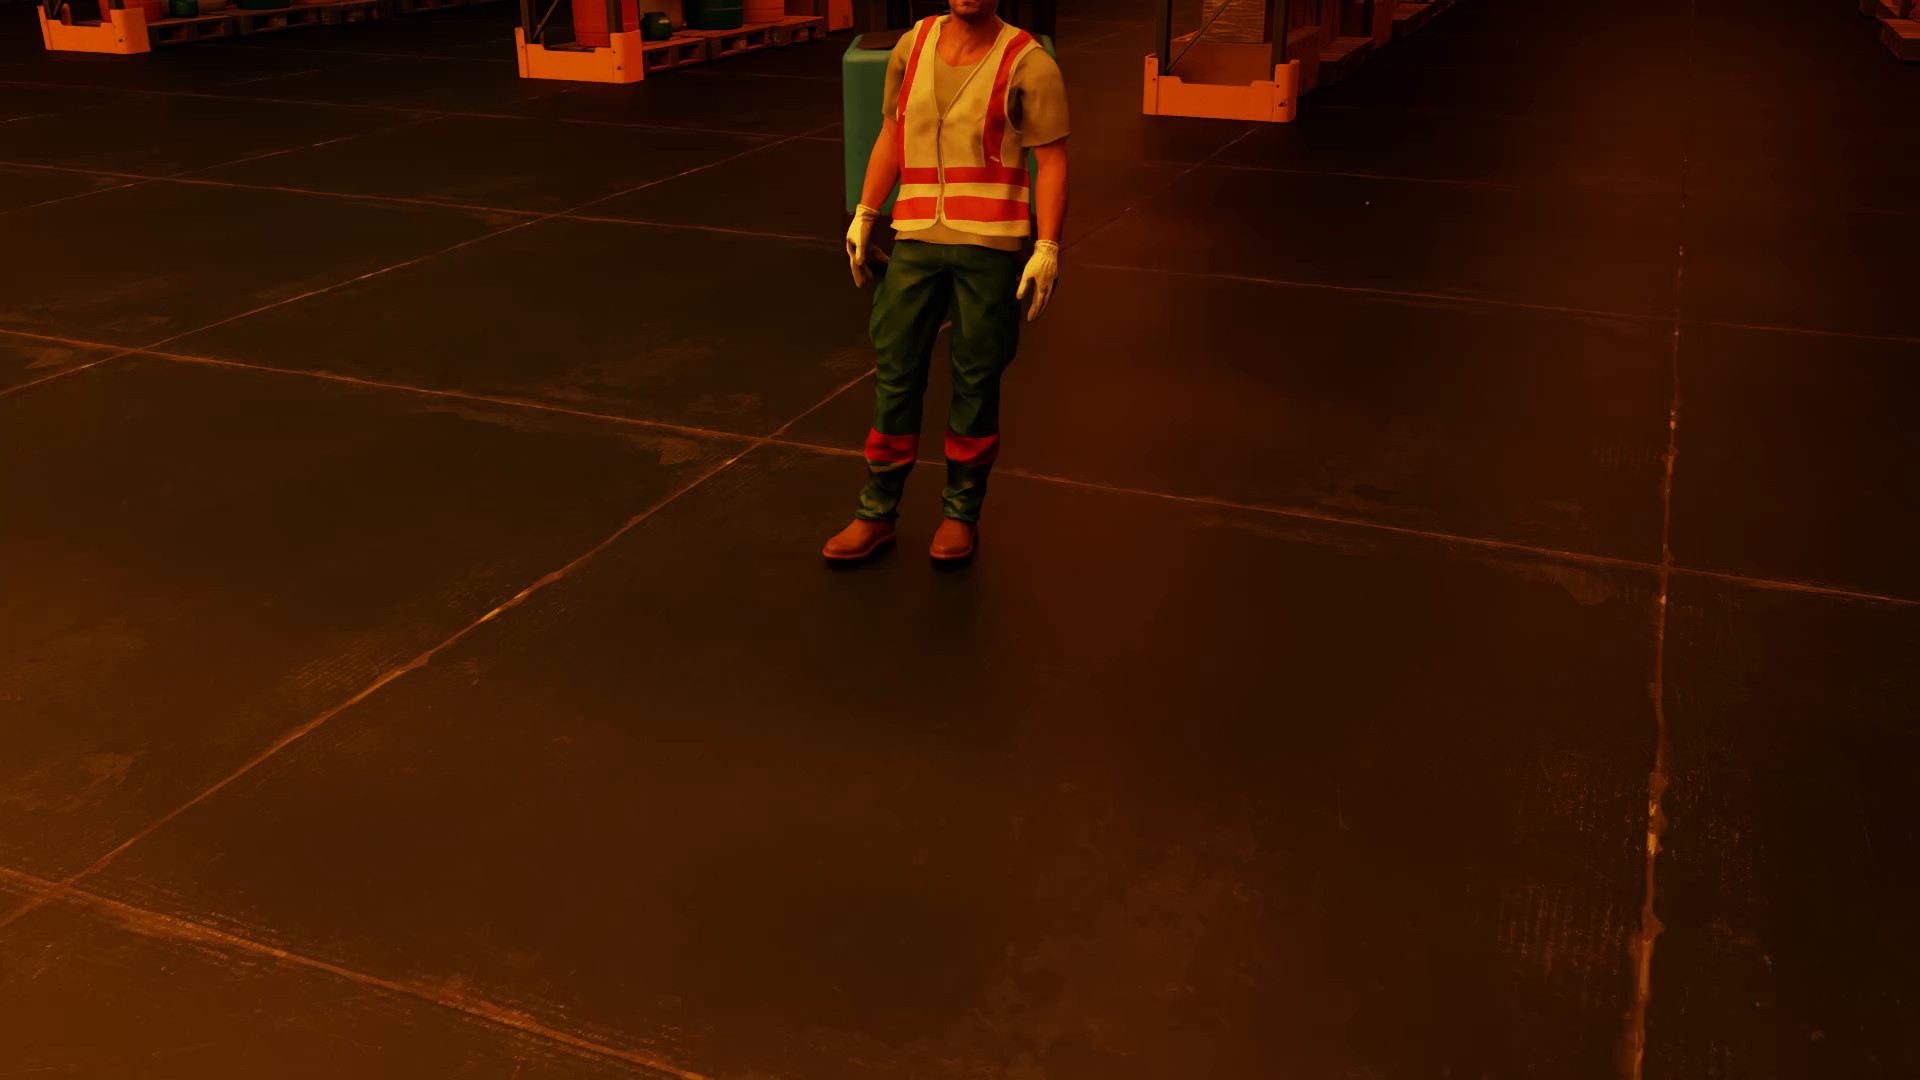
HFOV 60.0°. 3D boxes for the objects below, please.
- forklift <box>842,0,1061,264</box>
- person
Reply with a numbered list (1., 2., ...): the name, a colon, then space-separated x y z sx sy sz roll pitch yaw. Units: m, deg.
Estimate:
1. forklift: -0.028 -3.221 8.998 1.130 2.935 3.031 0 23 1
2. person: -0.042 -0.806 4.681 0.637 1.787 0.564 9 24 21
